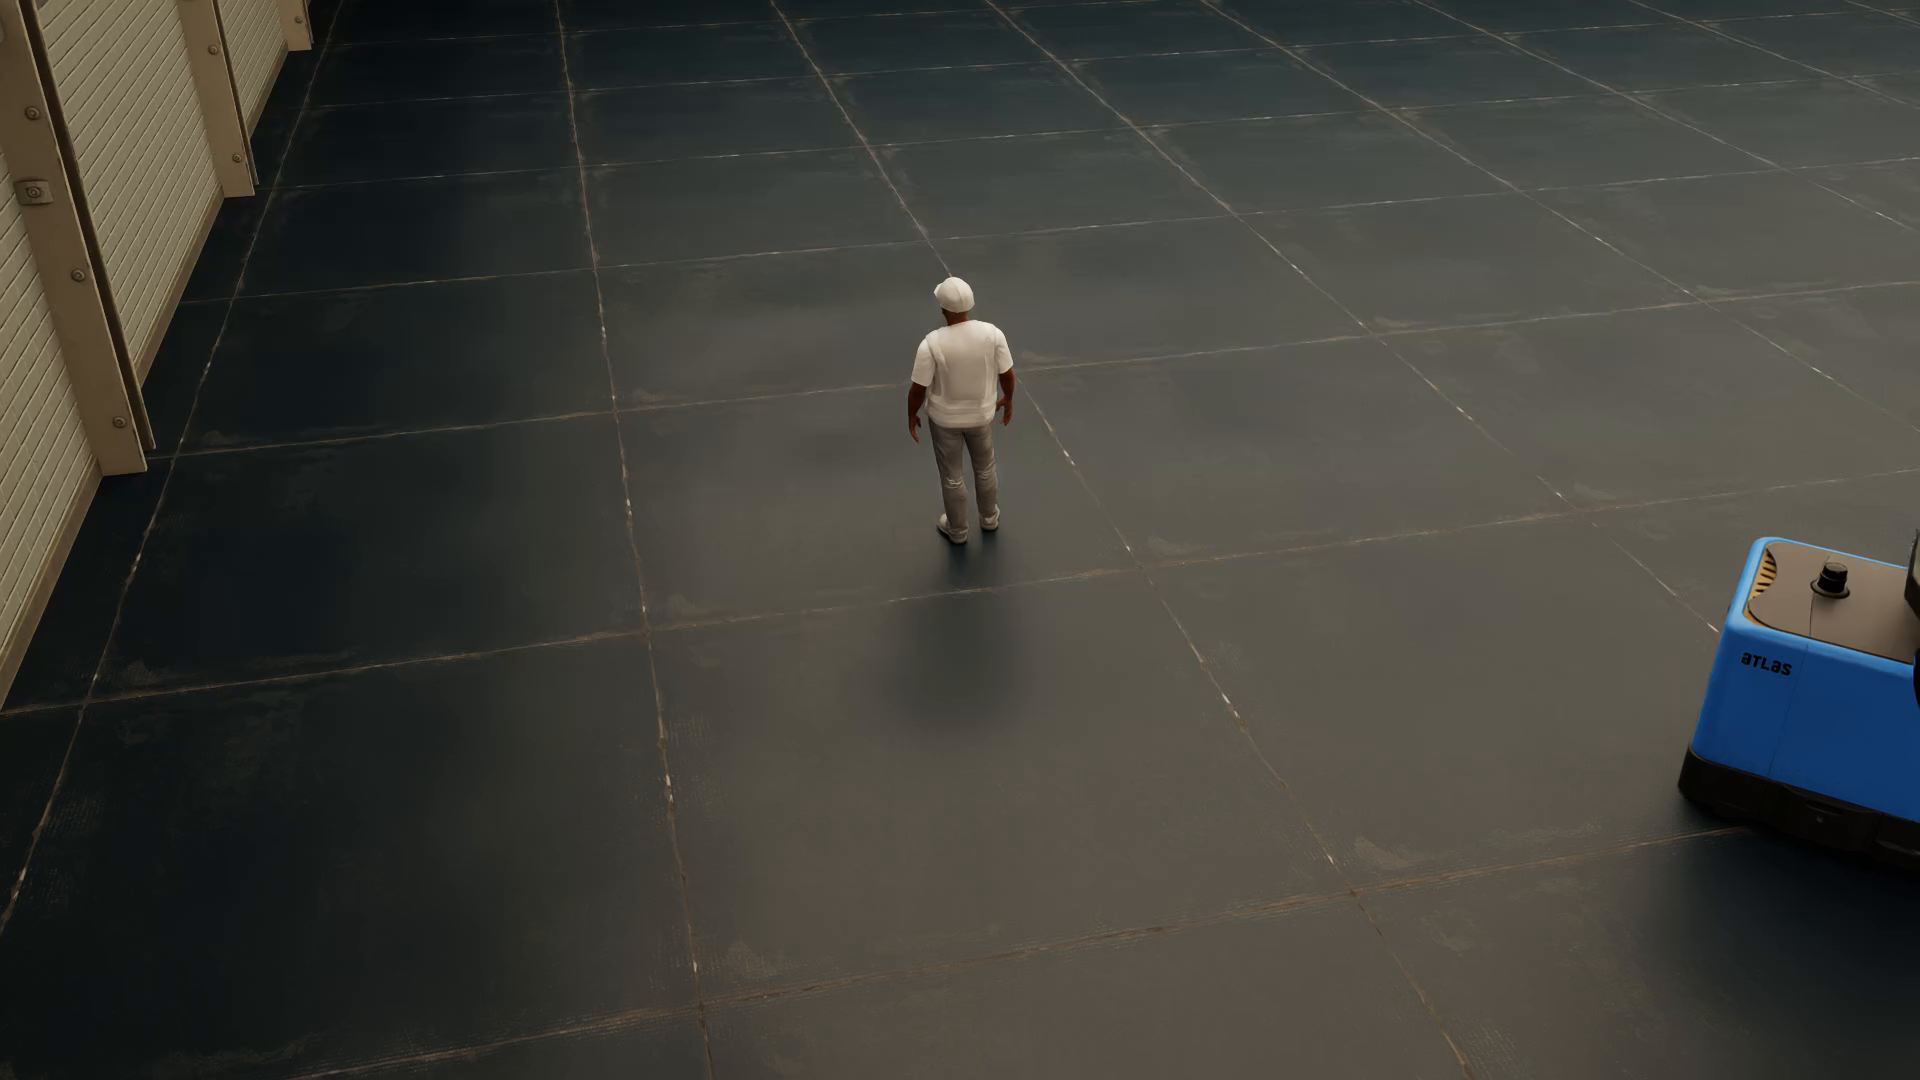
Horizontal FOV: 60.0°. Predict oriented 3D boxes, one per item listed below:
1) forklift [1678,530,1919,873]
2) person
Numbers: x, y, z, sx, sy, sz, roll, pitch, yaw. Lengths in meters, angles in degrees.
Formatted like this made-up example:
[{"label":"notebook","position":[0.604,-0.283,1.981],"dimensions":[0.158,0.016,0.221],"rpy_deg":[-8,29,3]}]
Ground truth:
[{"label":"forklift","position":[5.090,0.206,7.219],"dimensions":[3.031,2.935,1.130],"rpy_deg":[16,34,26]},{"label":"person","position":[-0.010,-0.805,10.113],"dimensions":[0.665,1.765,0.577],"rpy_deg":[-7,31,-12]}]
